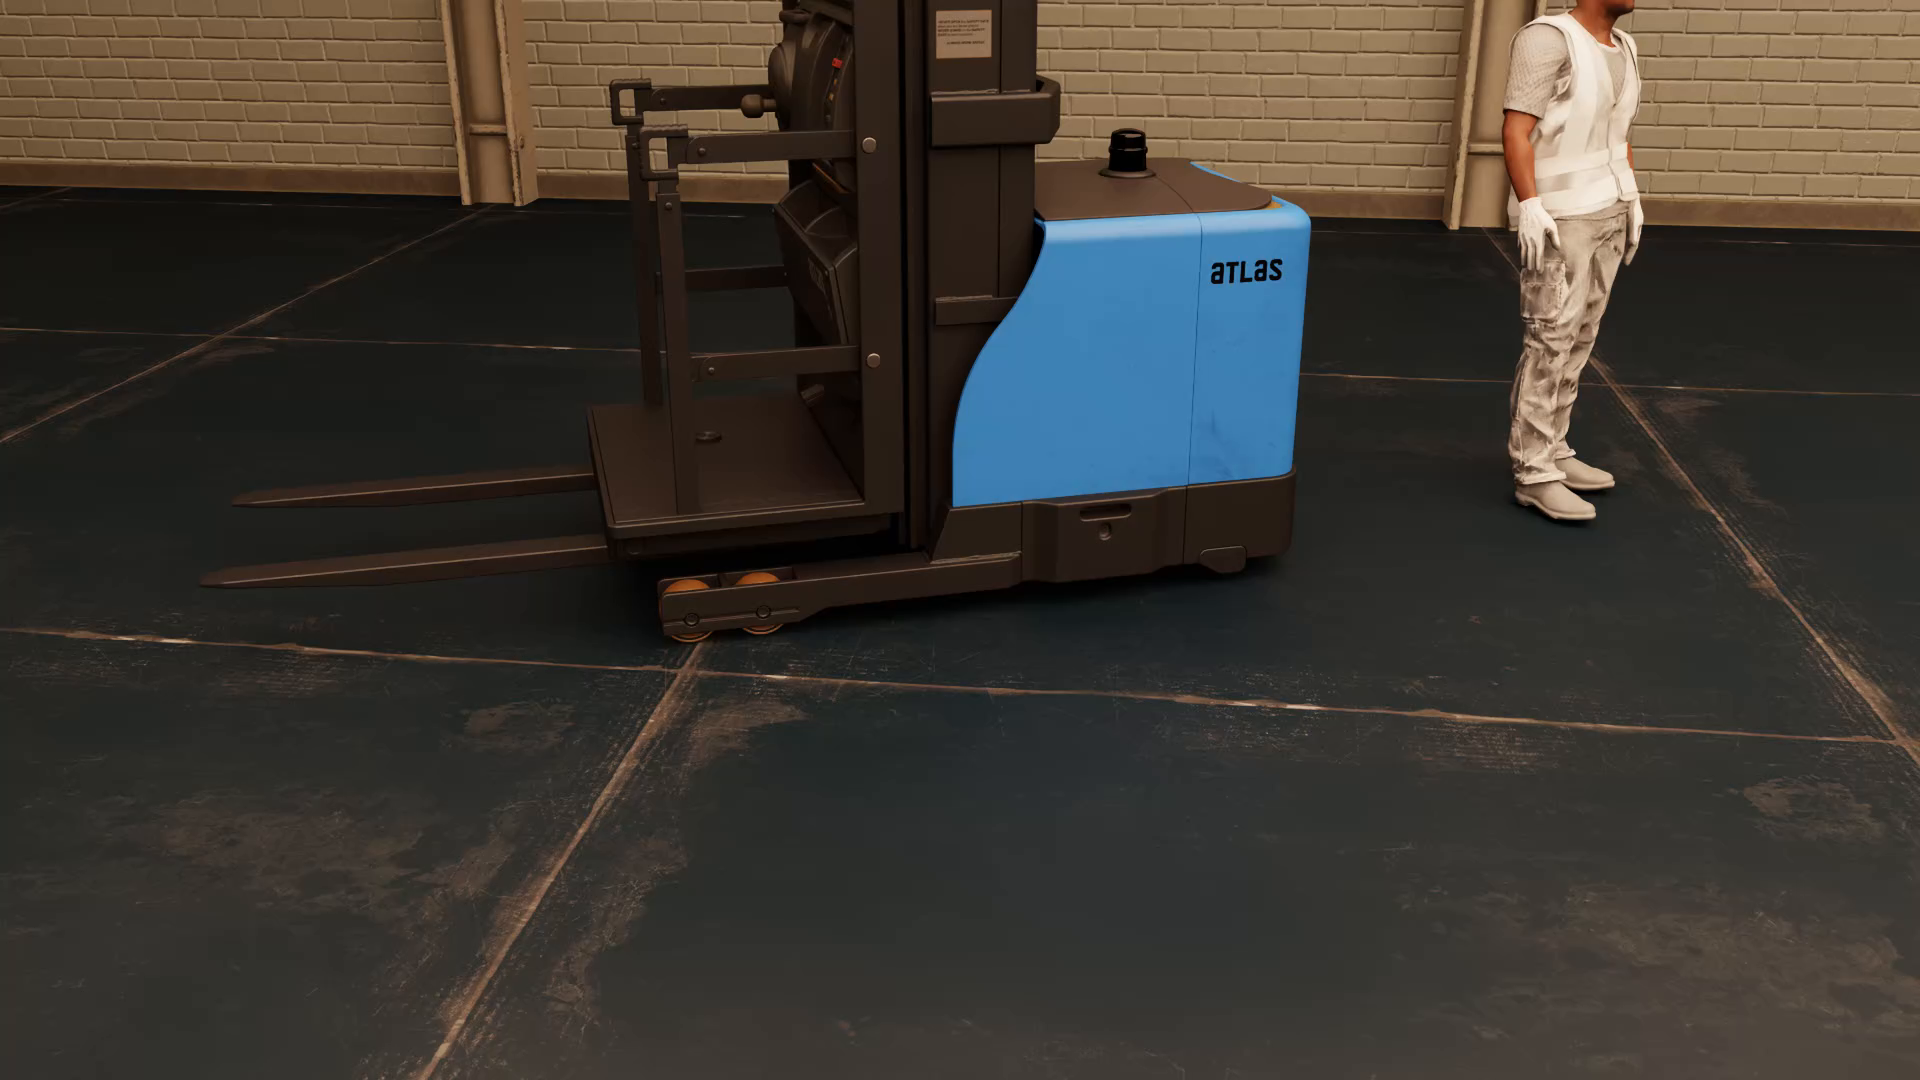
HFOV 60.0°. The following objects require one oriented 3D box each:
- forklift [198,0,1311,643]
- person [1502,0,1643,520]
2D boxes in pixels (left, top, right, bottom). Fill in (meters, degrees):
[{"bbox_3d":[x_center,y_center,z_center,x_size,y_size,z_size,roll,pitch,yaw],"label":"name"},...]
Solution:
[{"bbox_3d":[-0.588,-1.301,4.485,3.031,2.935,1.130,-6,23,-14],"label":"forklift"},{"bbox_3d":[2.014,-1.014,5.288,0.656,1.782,0.577,-18,28,-37],"label":"person"}]
